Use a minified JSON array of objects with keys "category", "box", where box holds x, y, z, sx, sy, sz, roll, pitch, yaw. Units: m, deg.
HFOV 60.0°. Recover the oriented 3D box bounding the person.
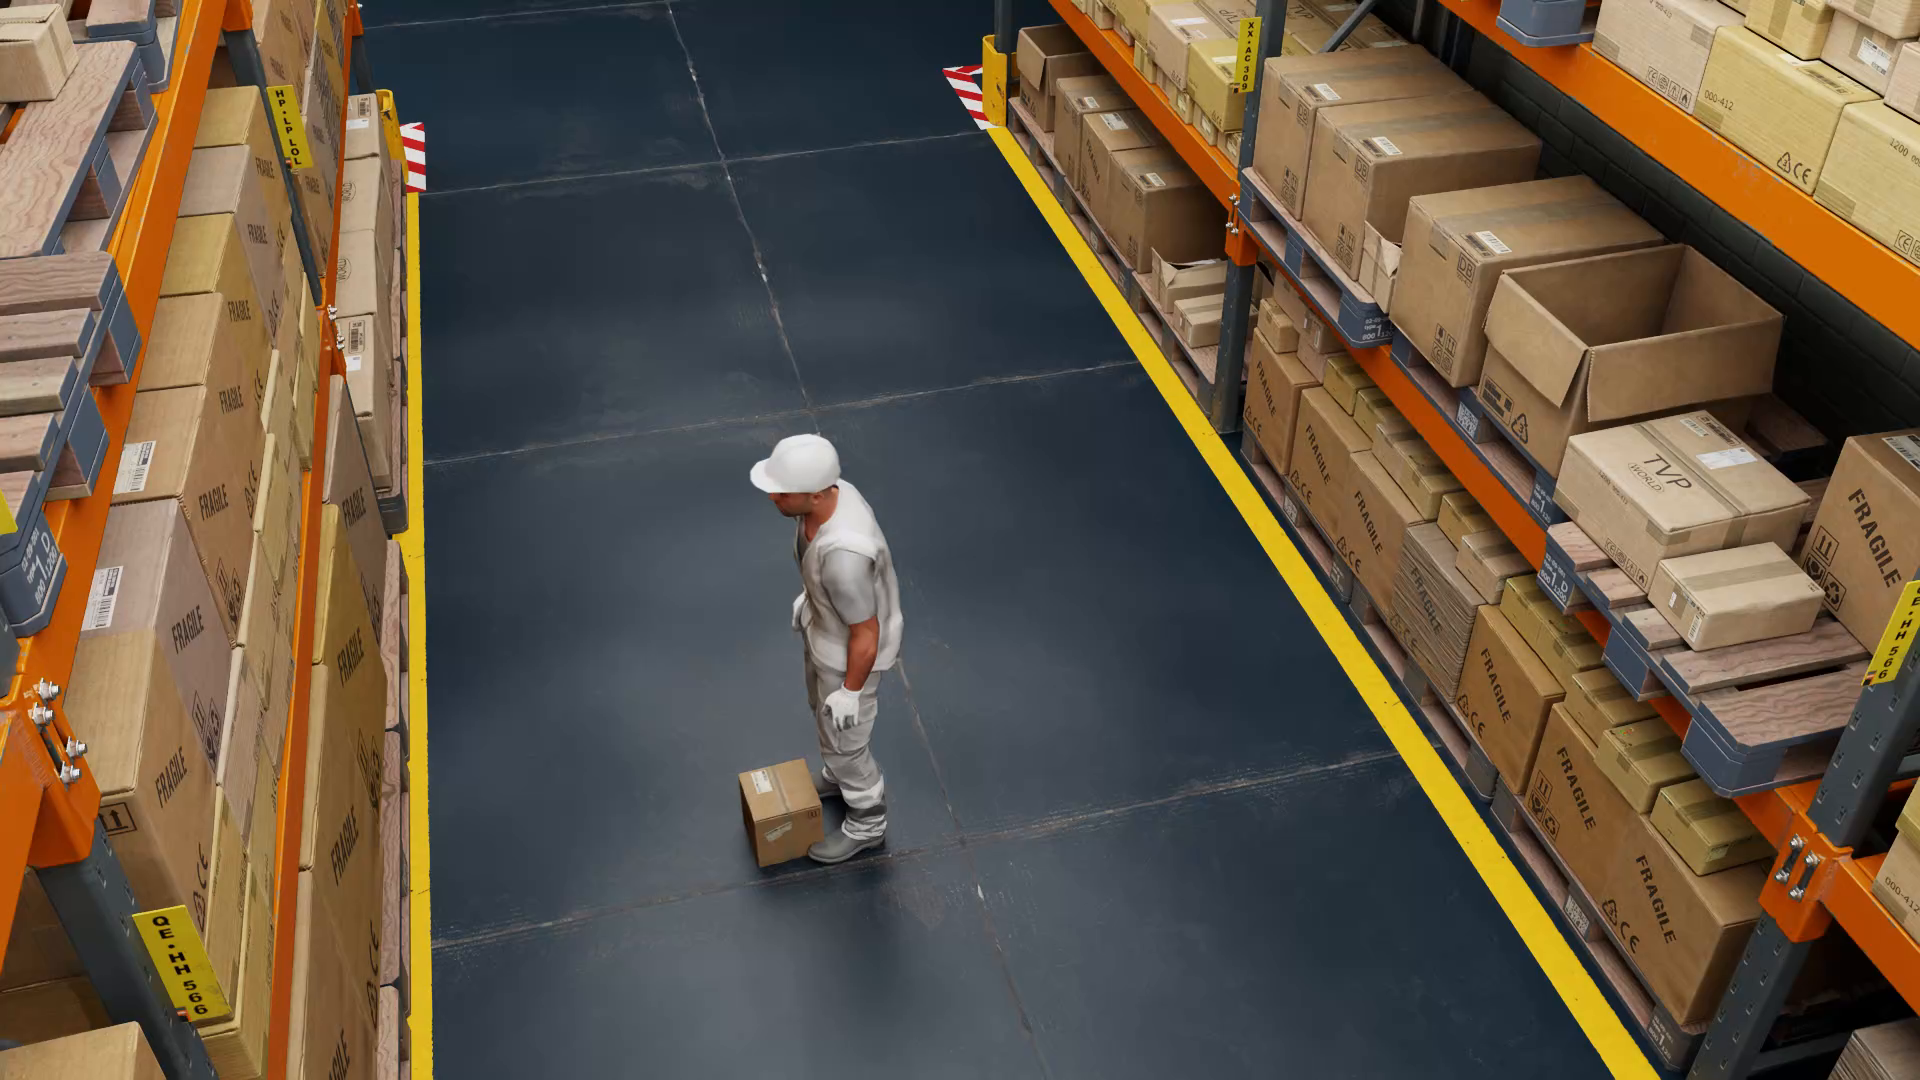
[{"category":"person","box":[-0.436,0.365,5.670,0.456,1.779,0.618,-10,39,-13]}]
